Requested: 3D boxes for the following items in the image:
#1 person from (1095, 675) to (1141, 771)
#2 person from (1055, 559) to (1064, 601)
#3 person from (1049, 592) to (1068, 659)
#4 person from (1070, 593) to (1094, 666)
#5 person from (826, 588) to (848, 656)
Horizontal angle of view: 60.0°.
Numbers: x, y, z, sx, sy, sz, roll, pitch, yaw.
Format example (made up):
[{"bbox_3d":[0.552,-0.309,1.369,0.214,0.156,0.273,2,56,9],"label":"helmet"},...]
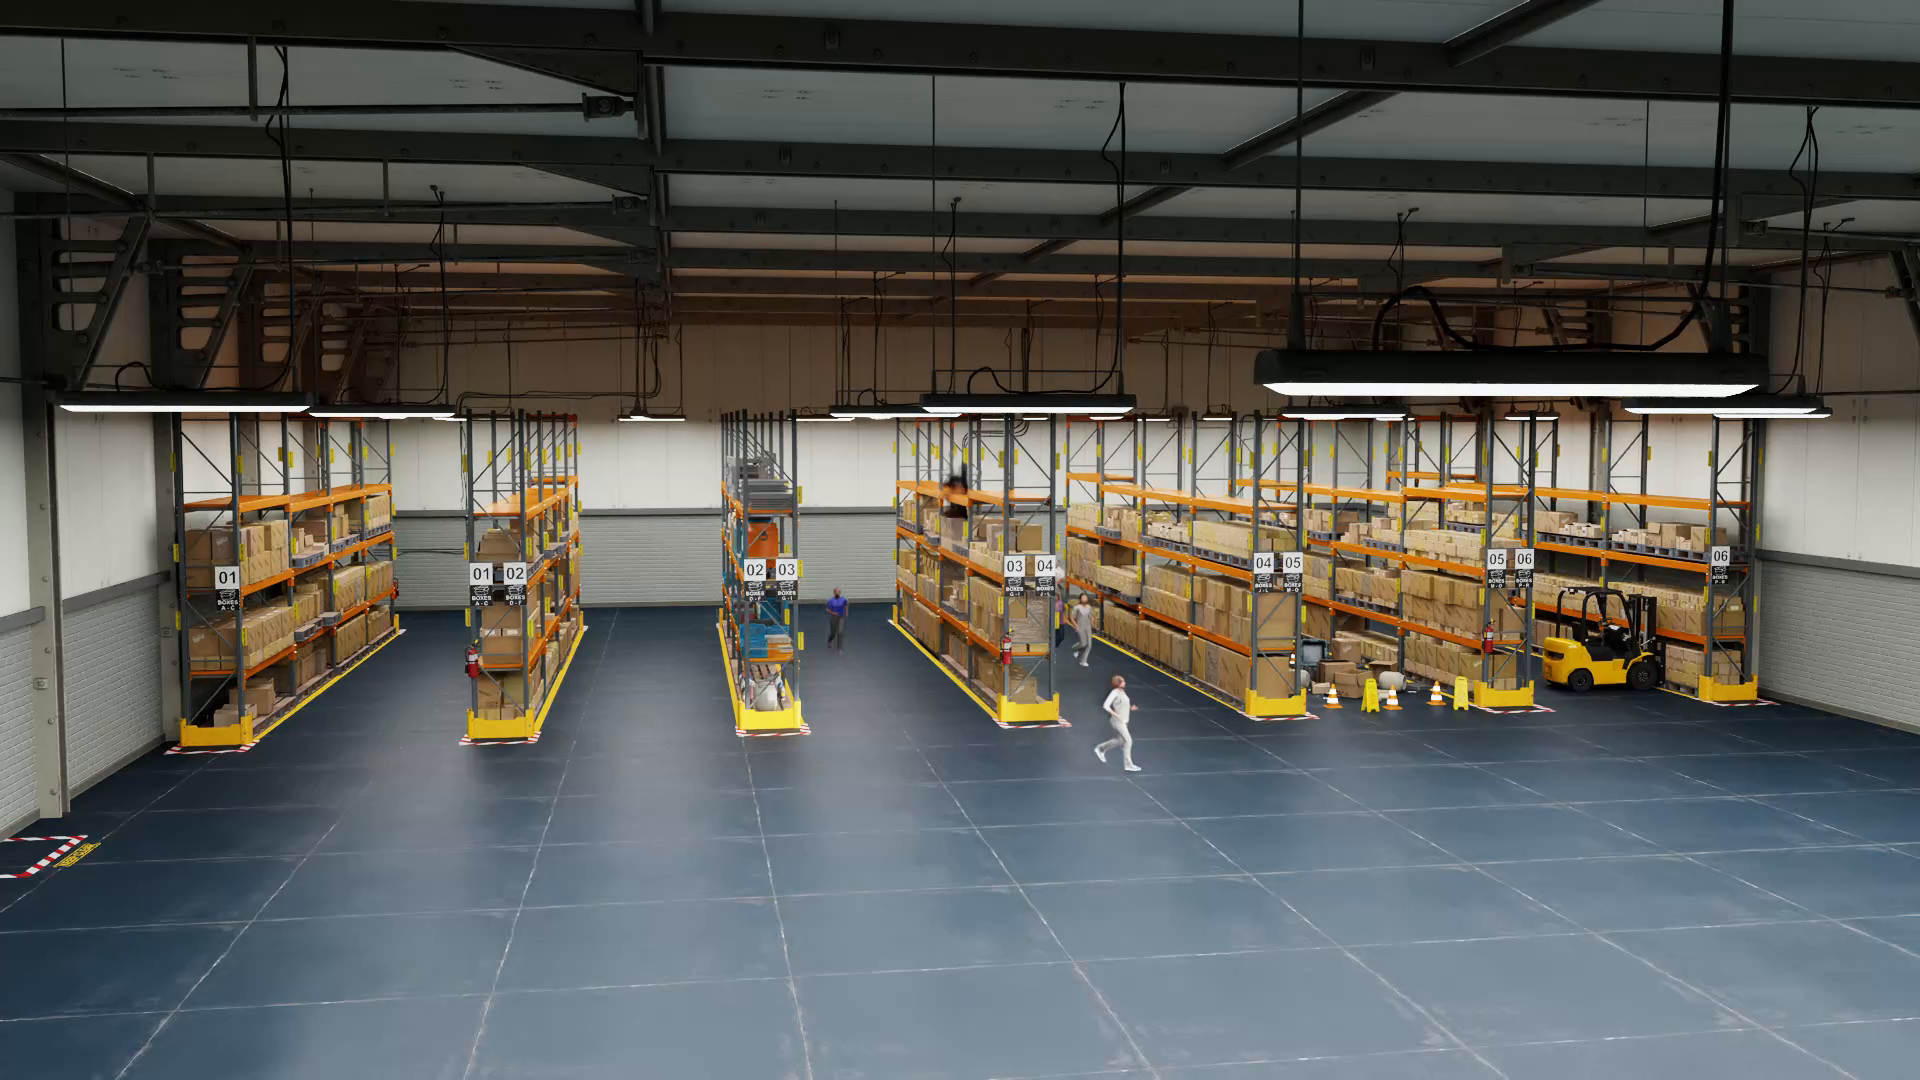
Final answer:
[{"bbox_3d":[2.601,3.013,27.477,0.822,1.570,0.547,2,4,21],"label":"person"},{"bbox_3d":[2.842,1.418,49.402,0.670,1.763,0.674,-2,4,-26],"label":"person"},{"bbox_3d":[2.246,1.979,38.439,0.566,1.569,0.544,-1,4,-9],"label":"person"},{"bbox_3d":[2.764,2.009,37.453,0.565,1.636,0.573,-2,4,-24],"label":"person"},{"bbox_3d":[-3.068,2.010,41.567,0.588,1.663,0.908,-1,4,-13],"label":"person"}]
